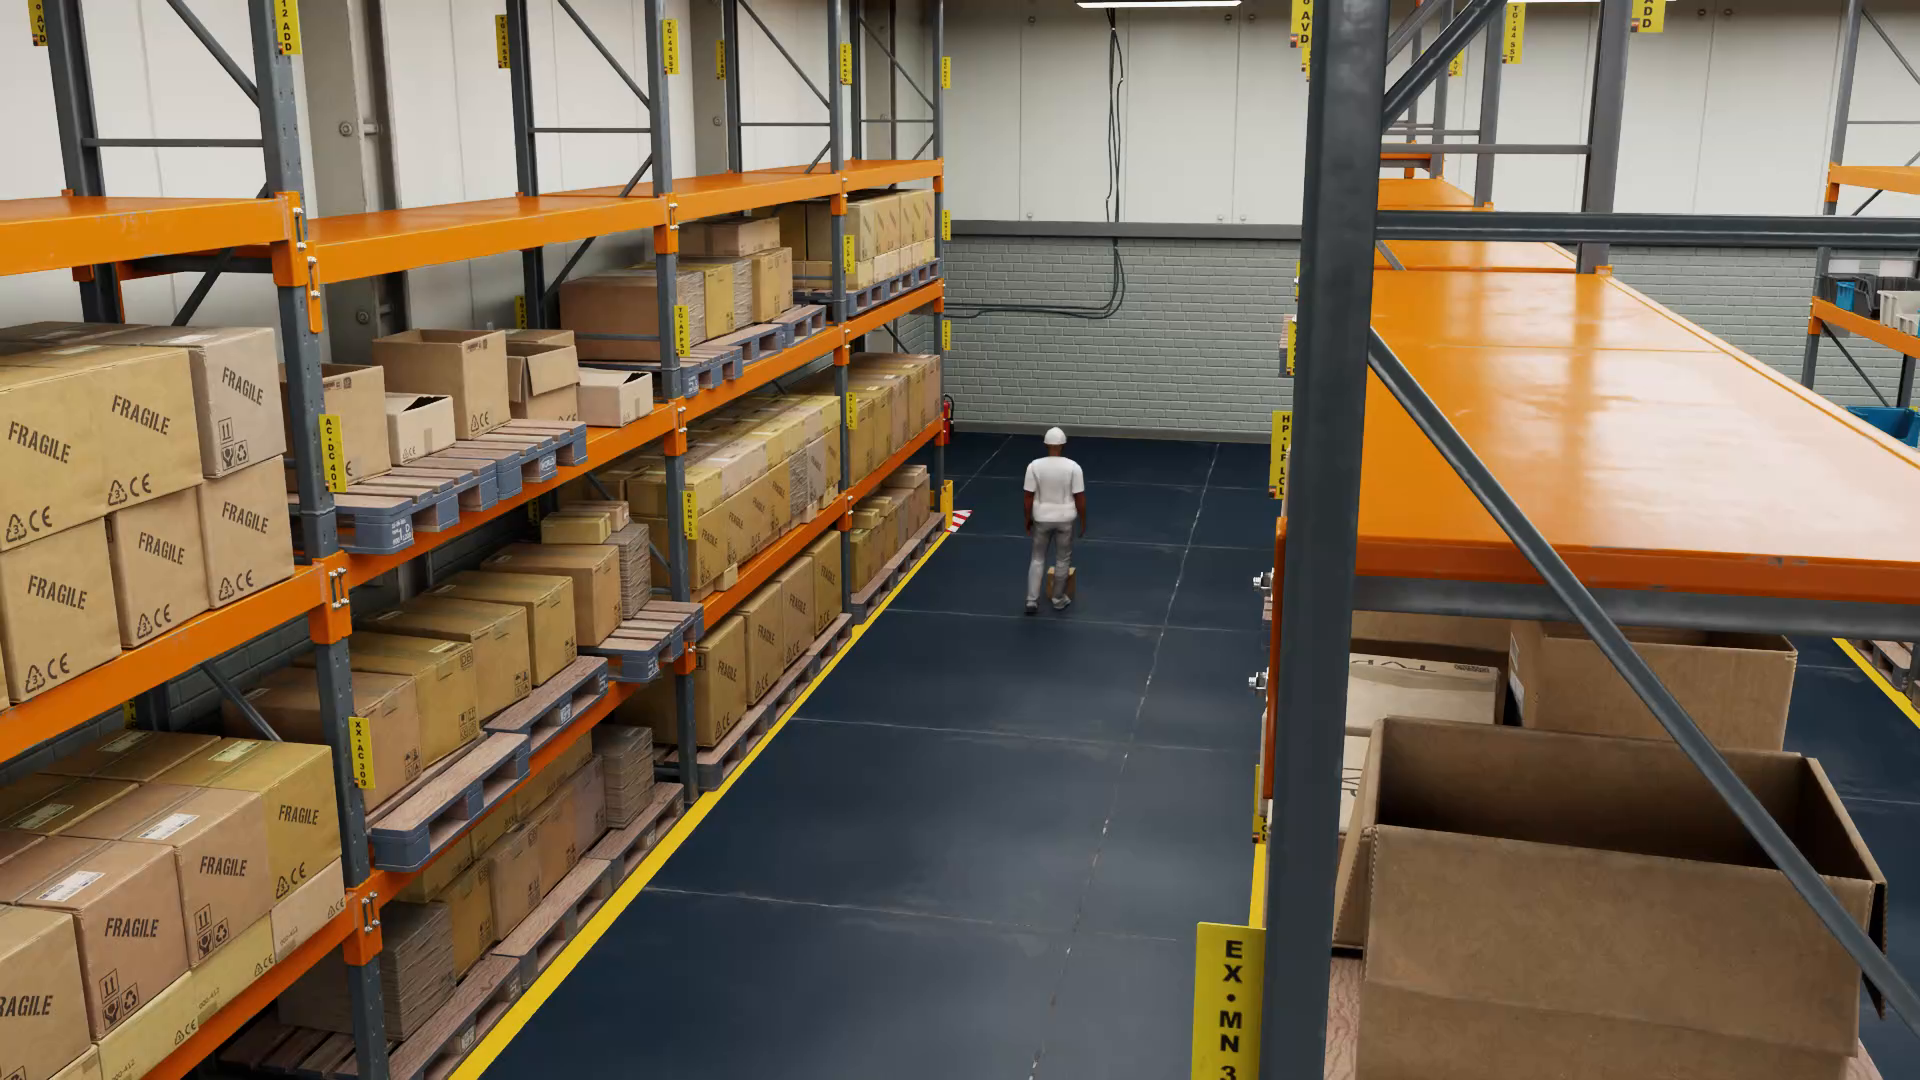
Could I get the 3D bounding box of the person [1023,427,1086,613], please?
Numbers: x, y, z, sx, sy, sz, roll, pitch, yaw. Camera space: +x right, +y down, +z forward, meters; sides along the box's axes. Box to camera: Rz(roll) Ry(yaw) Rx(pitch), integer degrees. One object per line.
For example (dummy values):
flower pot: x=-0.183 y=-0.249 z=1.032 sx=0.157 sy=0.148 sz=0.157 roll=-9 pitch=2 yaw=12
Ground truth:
person: x=0.898 y=-0.164 z=15.720 sx=0.585 sy=1.834 sz=0.516 roll=3 pitch=15 yaw=11
